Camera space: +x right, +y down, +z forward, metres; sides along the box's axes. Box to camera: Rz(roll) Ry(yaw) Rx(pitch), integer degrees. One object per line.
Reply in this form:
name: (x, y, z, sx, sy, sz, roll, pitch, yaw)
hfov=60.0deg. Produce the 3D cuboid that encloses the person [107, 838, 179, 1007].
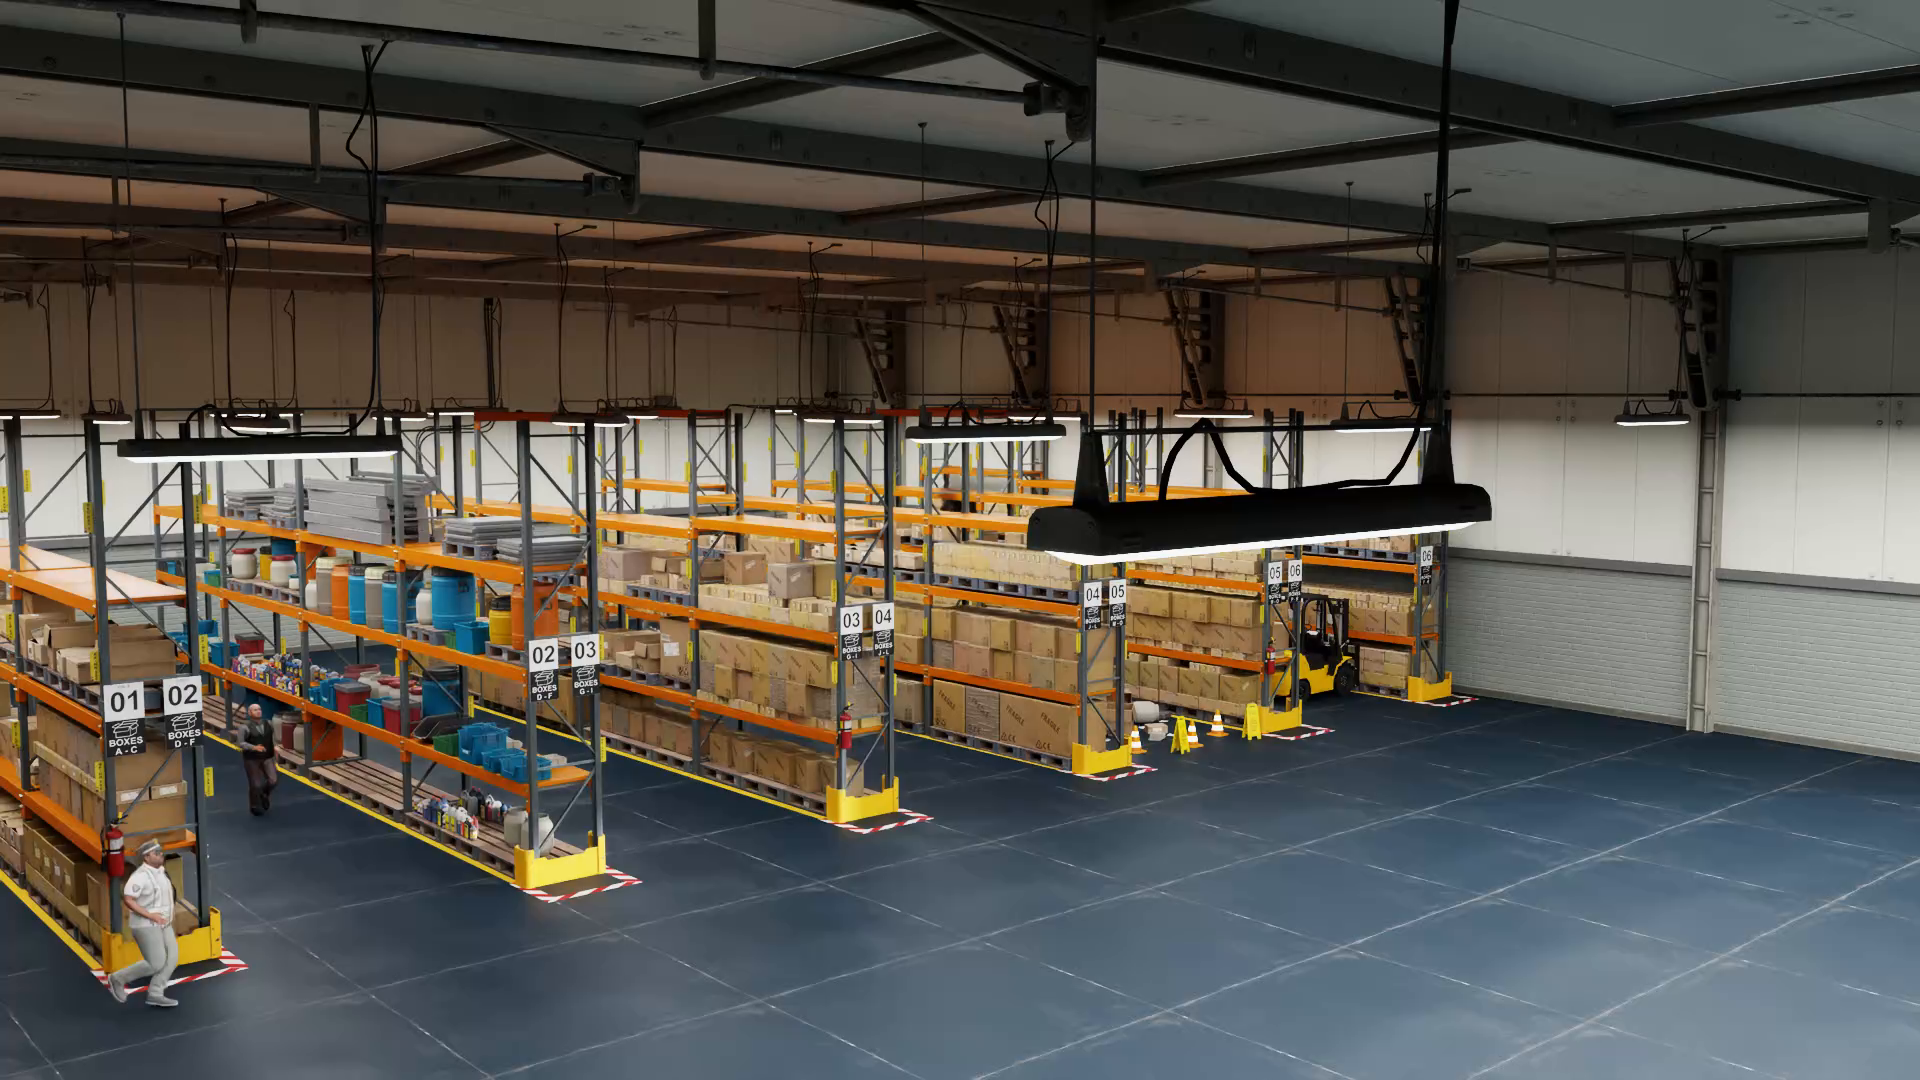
person: (-8.441, 3.961, 17.252, 0.653, 1.743, 0.693, 0, 5, -2)

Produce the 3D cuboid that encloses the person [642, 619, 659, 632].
person: (-7.819, 1.888, 41.534, 0.479, 1.594, 0.602, 1, 5, 15)

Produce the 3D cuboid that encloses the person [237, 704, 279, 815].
person: (-10.489, 3.293, 24.942, 0.603, 1.682, 0.643, 5, 7, 45)
